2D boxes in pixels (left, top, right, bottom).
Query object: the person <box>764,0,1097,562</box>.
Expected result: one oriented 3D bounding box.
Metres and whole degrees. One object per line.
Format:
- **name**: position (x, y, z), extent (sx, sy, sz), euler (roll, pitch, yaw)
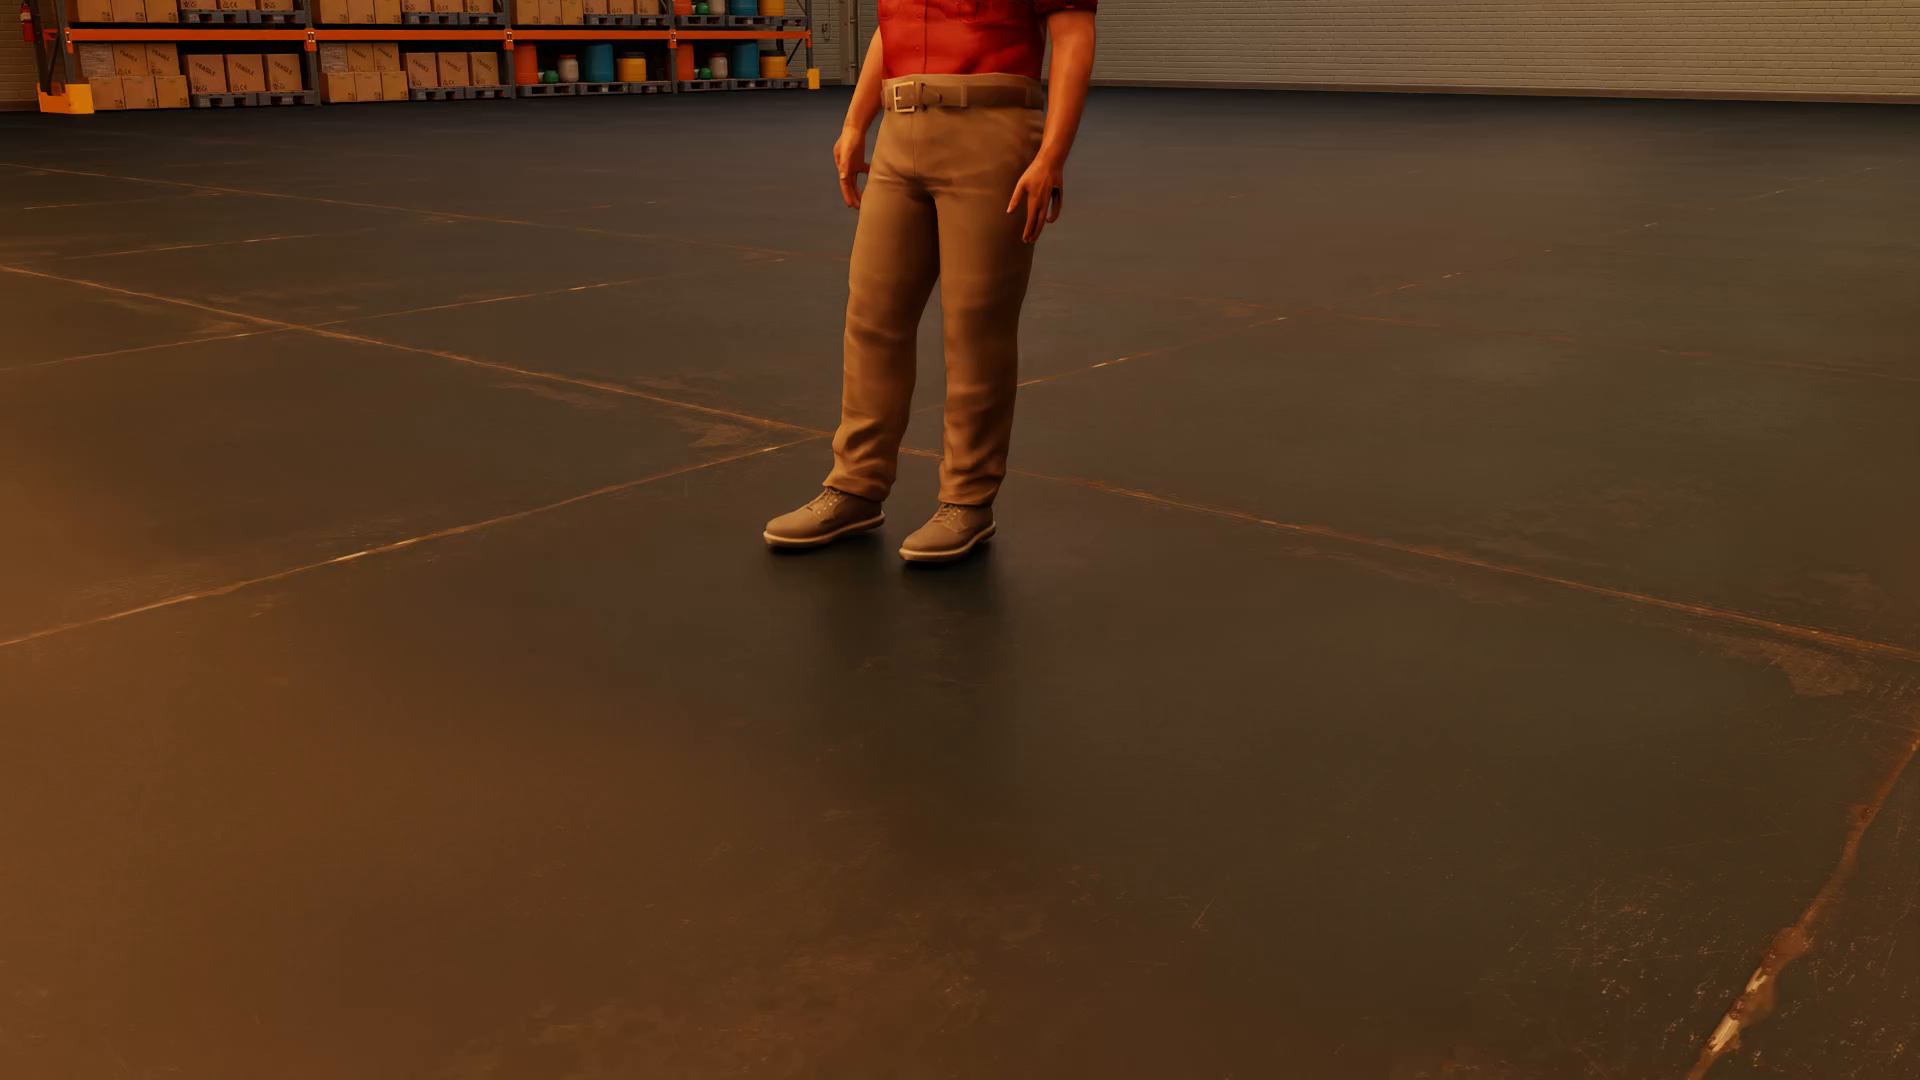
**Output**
- **person**: position (-0.066, -0.816, 3.629), extent (0.642, 1.727, 0.550), euler (13, 21, 37)
